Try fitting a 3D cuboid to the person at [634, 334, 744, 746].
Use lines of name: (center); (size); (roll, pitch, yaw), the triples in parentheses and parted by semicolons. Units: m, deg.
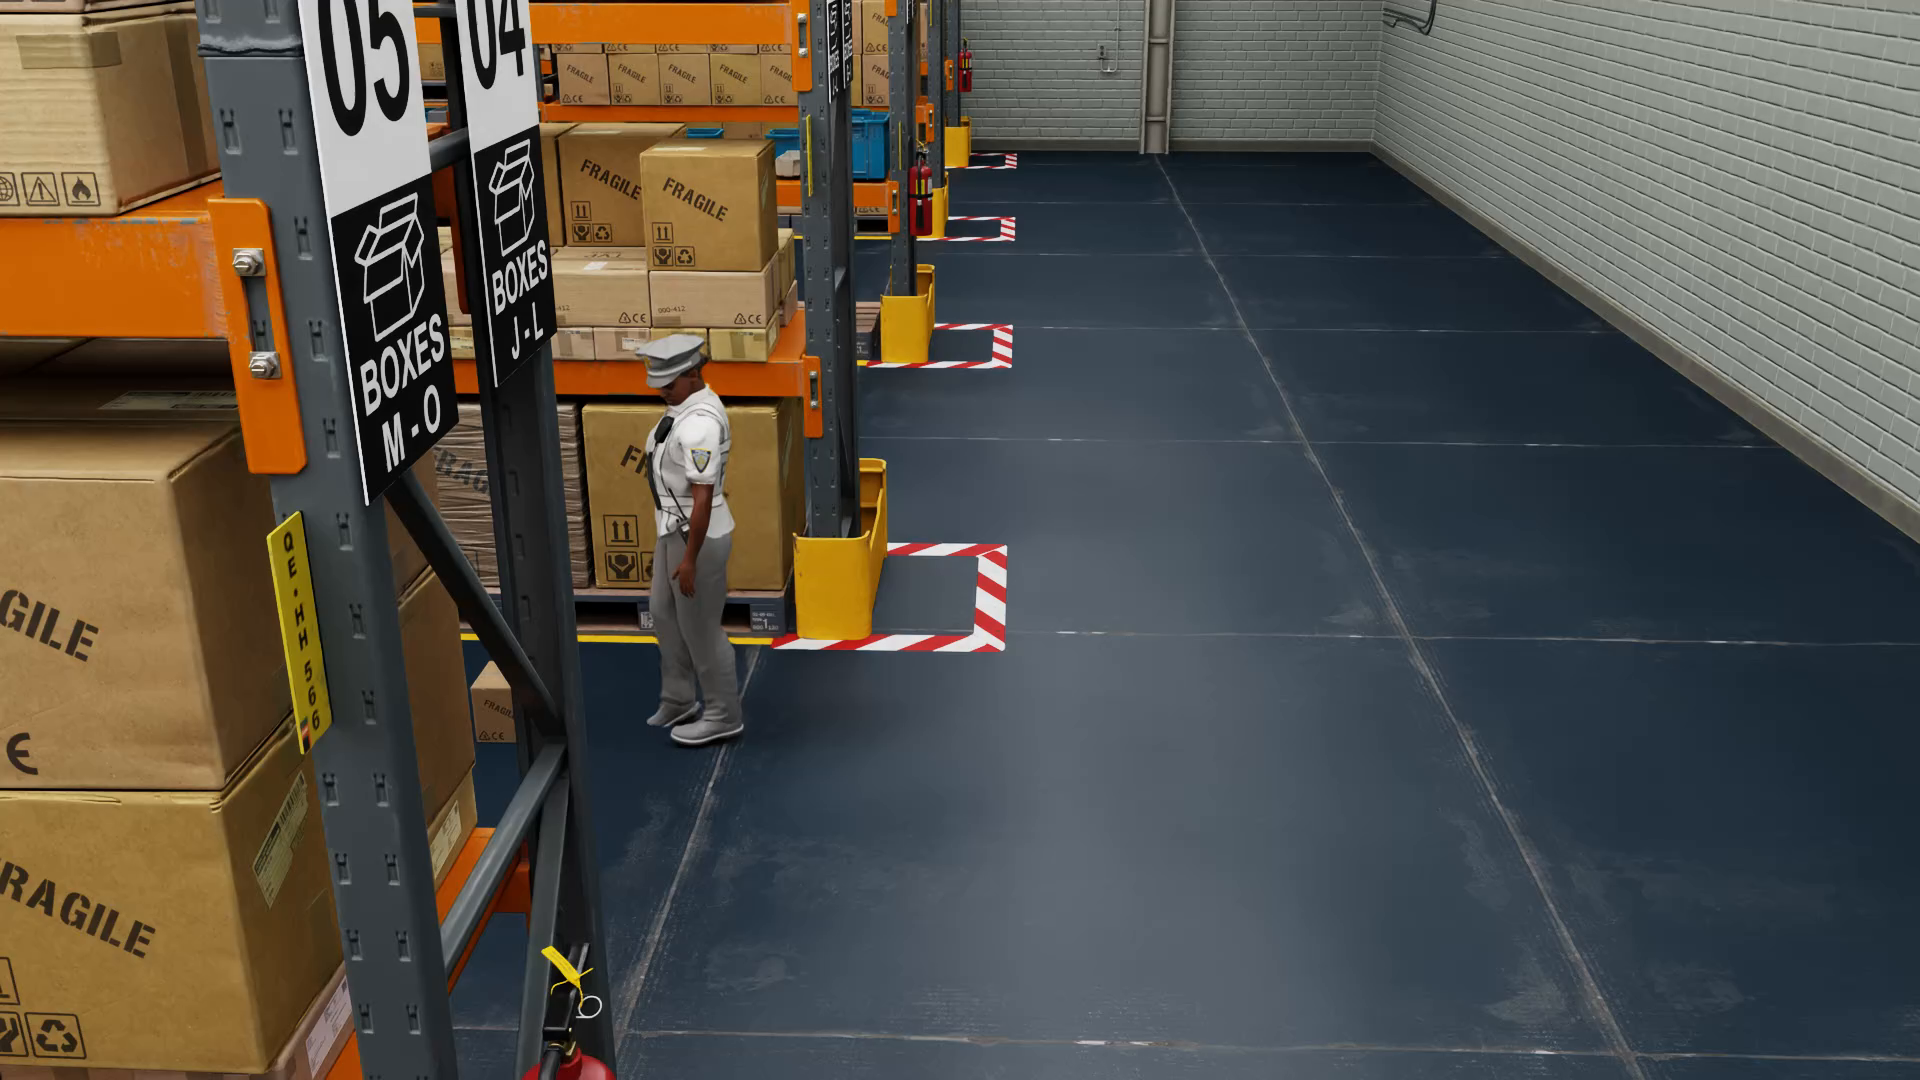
person: (-1.088, 0.050, 6.512); (0.417, 1.740, 0.483); (-5, 21, -12)
